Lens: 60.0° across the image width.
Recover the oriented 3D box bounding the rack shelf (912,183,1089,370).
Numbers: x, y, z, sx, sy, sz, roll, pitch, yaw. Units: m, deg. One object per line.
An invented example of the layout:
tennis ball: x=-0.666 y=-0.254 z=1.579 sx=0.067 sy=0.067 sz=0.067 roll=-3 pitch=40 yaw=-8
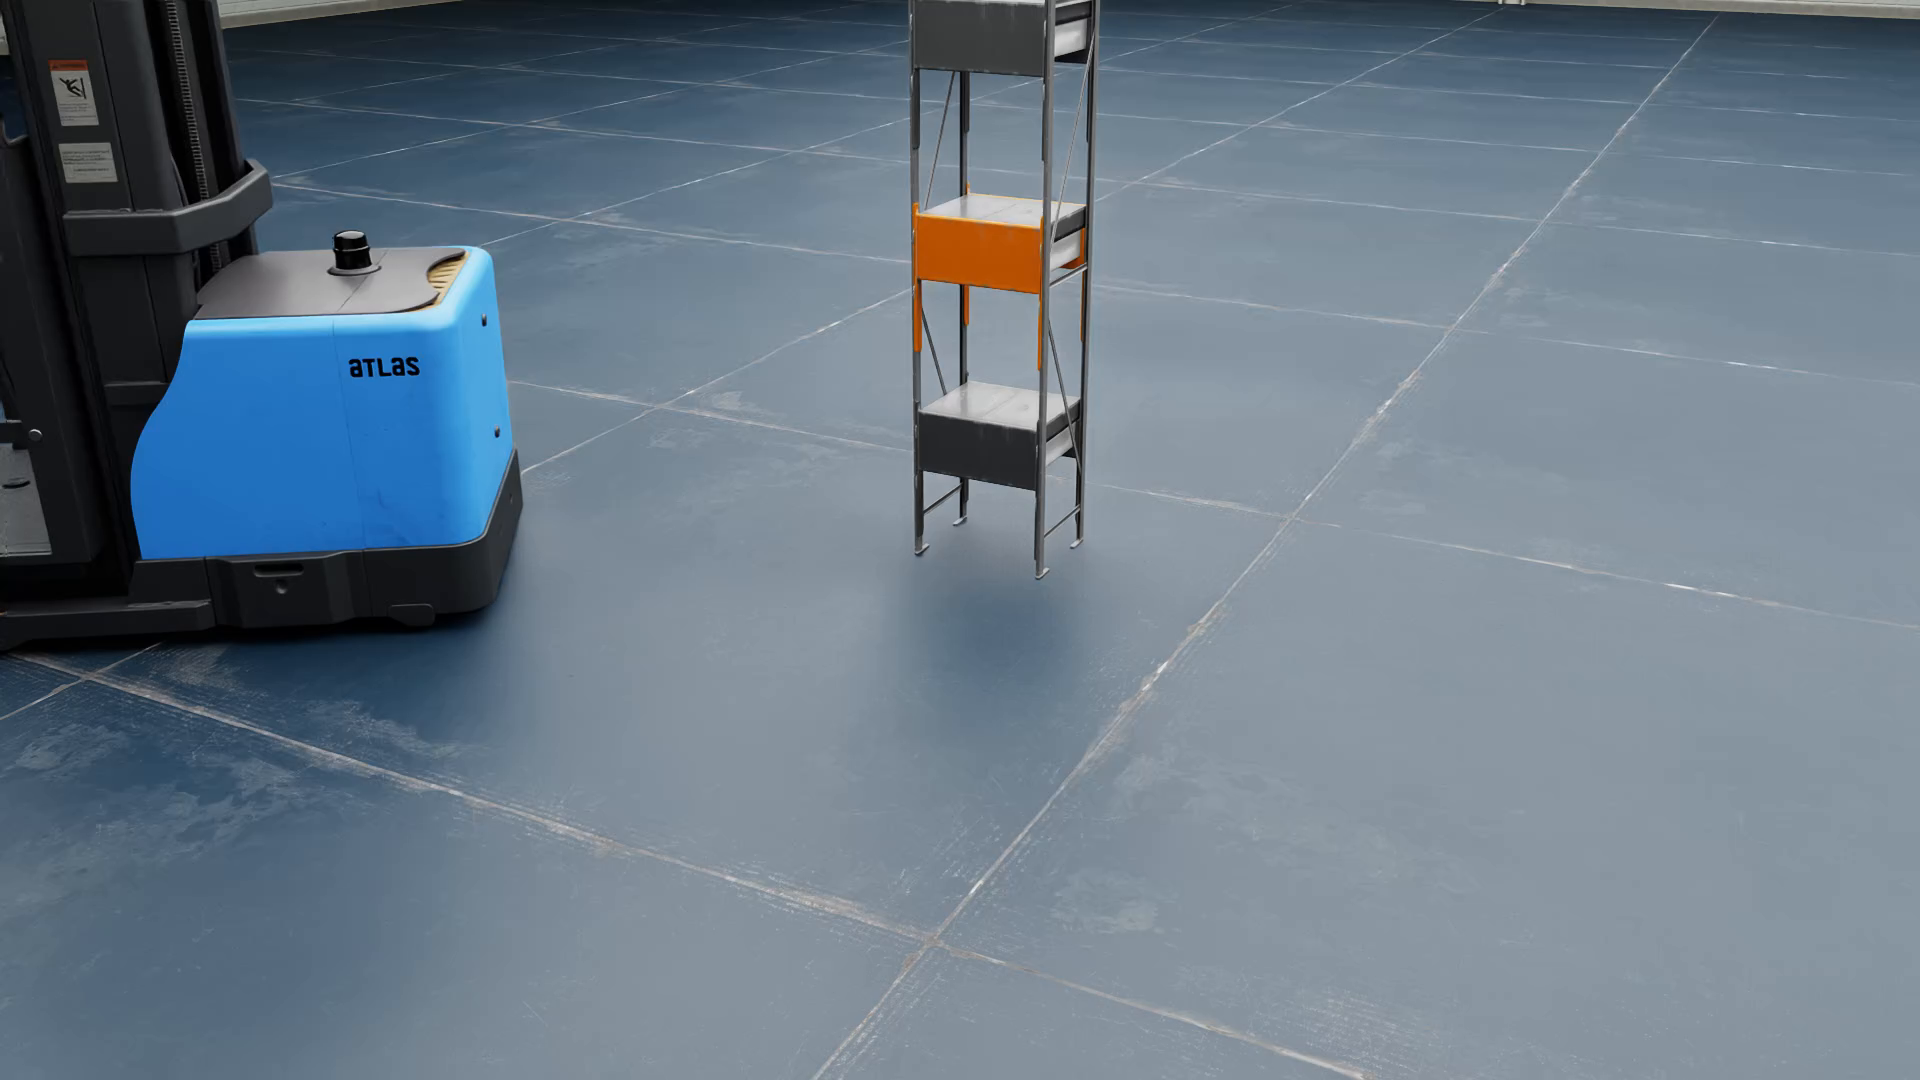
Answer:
rack shelf: x=0.148 y=-0.924 z=5.776 sx=0.480 sy=0.518 sz=0.431 roll=11 pitch=25 yaw=25

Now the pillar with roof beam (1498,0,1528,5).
pillar with roof beam: x=6.674 y=-11.001 z=20.619 sx=0.400 sy=9.000 sz=9.100 roll=11 pitch=25 yaw=25

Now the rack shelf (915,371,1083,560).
rack shelf: x=0.148 y=-0.280 z=6.050 sx=0.480 sy=0.518 sz=0.431 roll=11 pitch=25 yaw=25

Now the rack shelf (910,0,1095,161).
rack shelf: x=0.148 y=-1.569 z=5.502 sx=0.480 sy=0.518 sz=0.431 roll=11 pitch=25 yaw=25

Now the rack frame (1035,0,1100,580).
rack frame: x=0.365 y=-0.894 z=5.669 sx=0.015 sy=2.100 sz=0.400 roll=11 pitch=25 yaw=25

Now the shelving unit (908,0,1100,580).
shelving unit: x=0.148 y=-0.937 z=5.770 sx=0.503 sy=2.100 sz=0.431 roll=11 pitch=25 yaw=25

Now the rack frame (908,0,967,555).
rack frame: x=-0.070 y=-0.980 z=5.872 sx=0.015 sy=2.100 sz=0.400 roll=11 pitch=25 yaw=25

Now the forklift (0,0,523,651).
forklift: x=-3.124 y=-1.176 z=5.269 sx=3.031 sy=2.935 sz=1.130 roll=-3 pitch=23 yaw=-7
